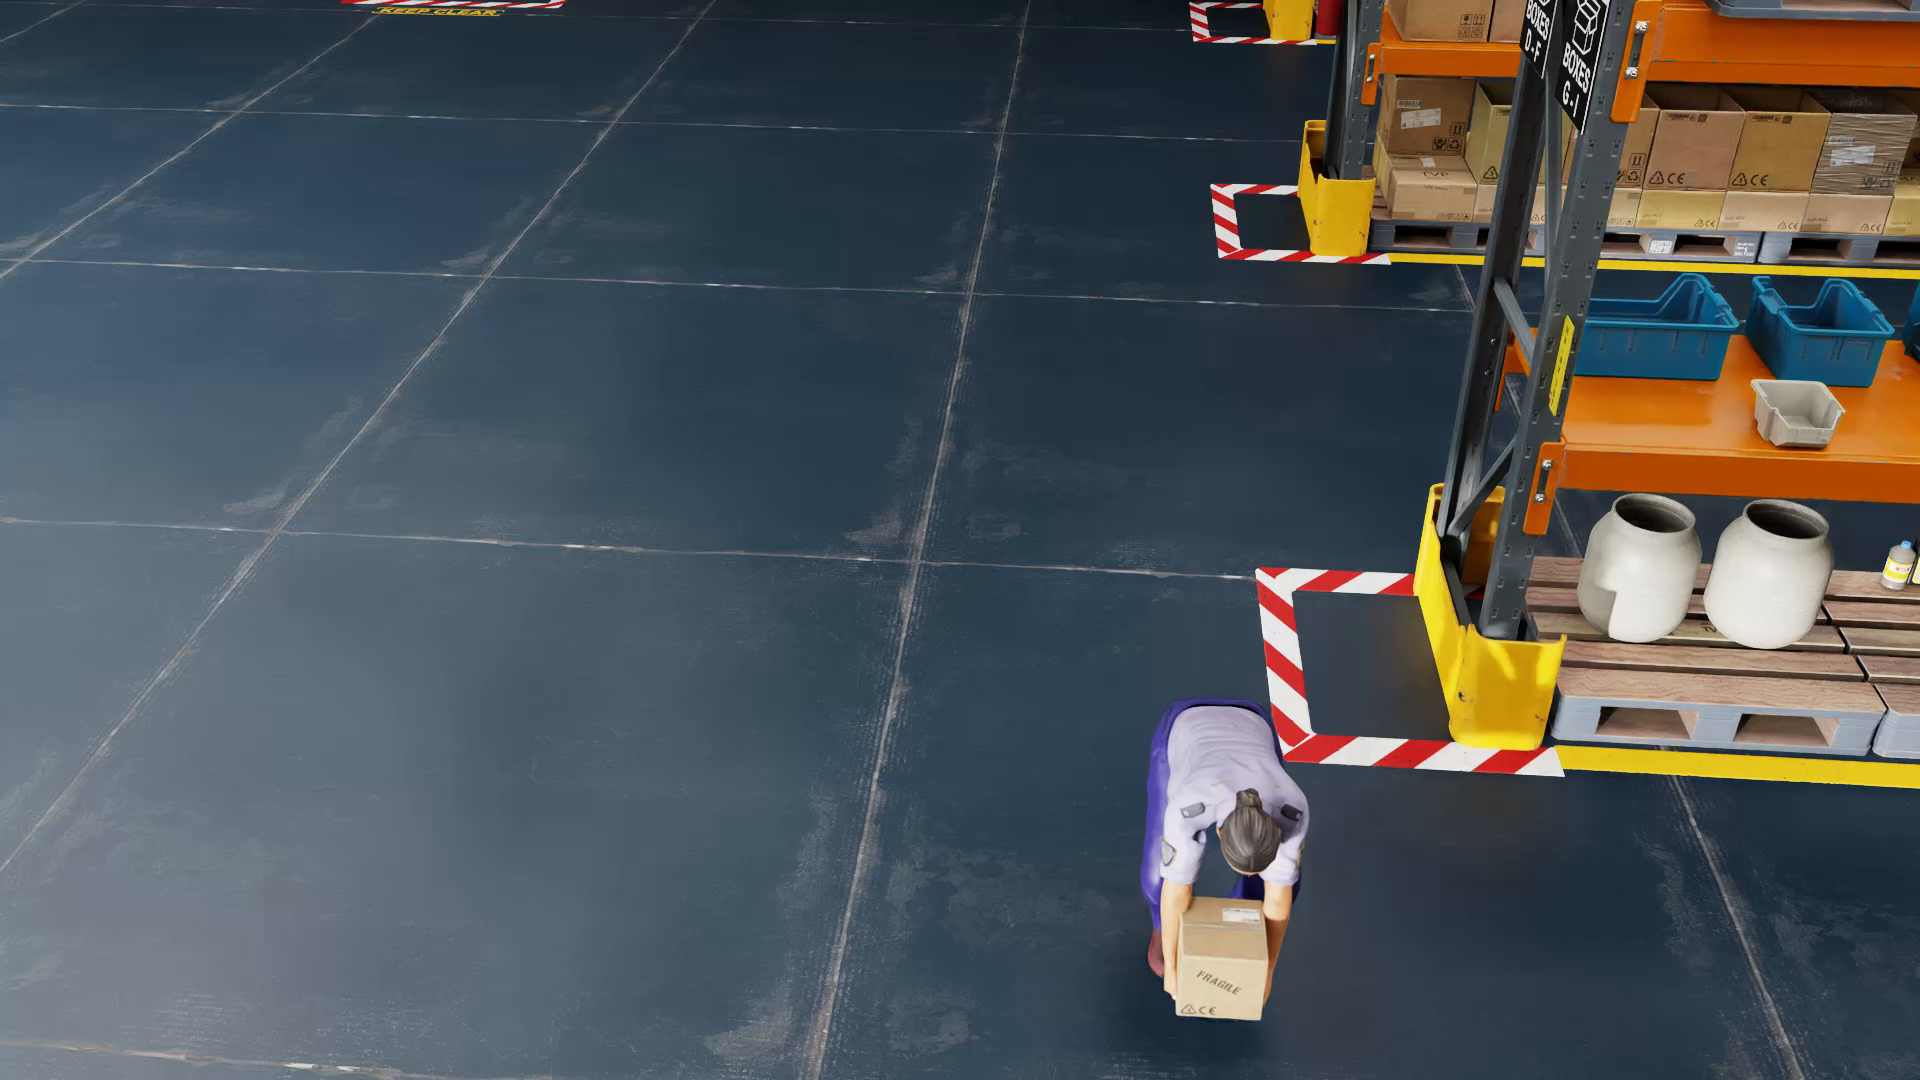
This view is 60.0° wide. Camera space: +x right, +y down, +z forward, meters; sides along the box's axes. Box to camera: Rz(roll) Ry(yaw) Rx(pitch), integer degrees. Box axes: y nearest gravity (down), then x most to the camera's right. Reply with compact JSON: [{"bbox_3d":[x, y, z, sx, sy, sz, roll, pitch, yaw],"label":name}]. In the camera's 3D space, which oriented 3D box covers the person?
[{"bbox_3d":[0.818,0.994,5.169,0.506,1.014,0.892,1,32,2],"label":"person"}]
